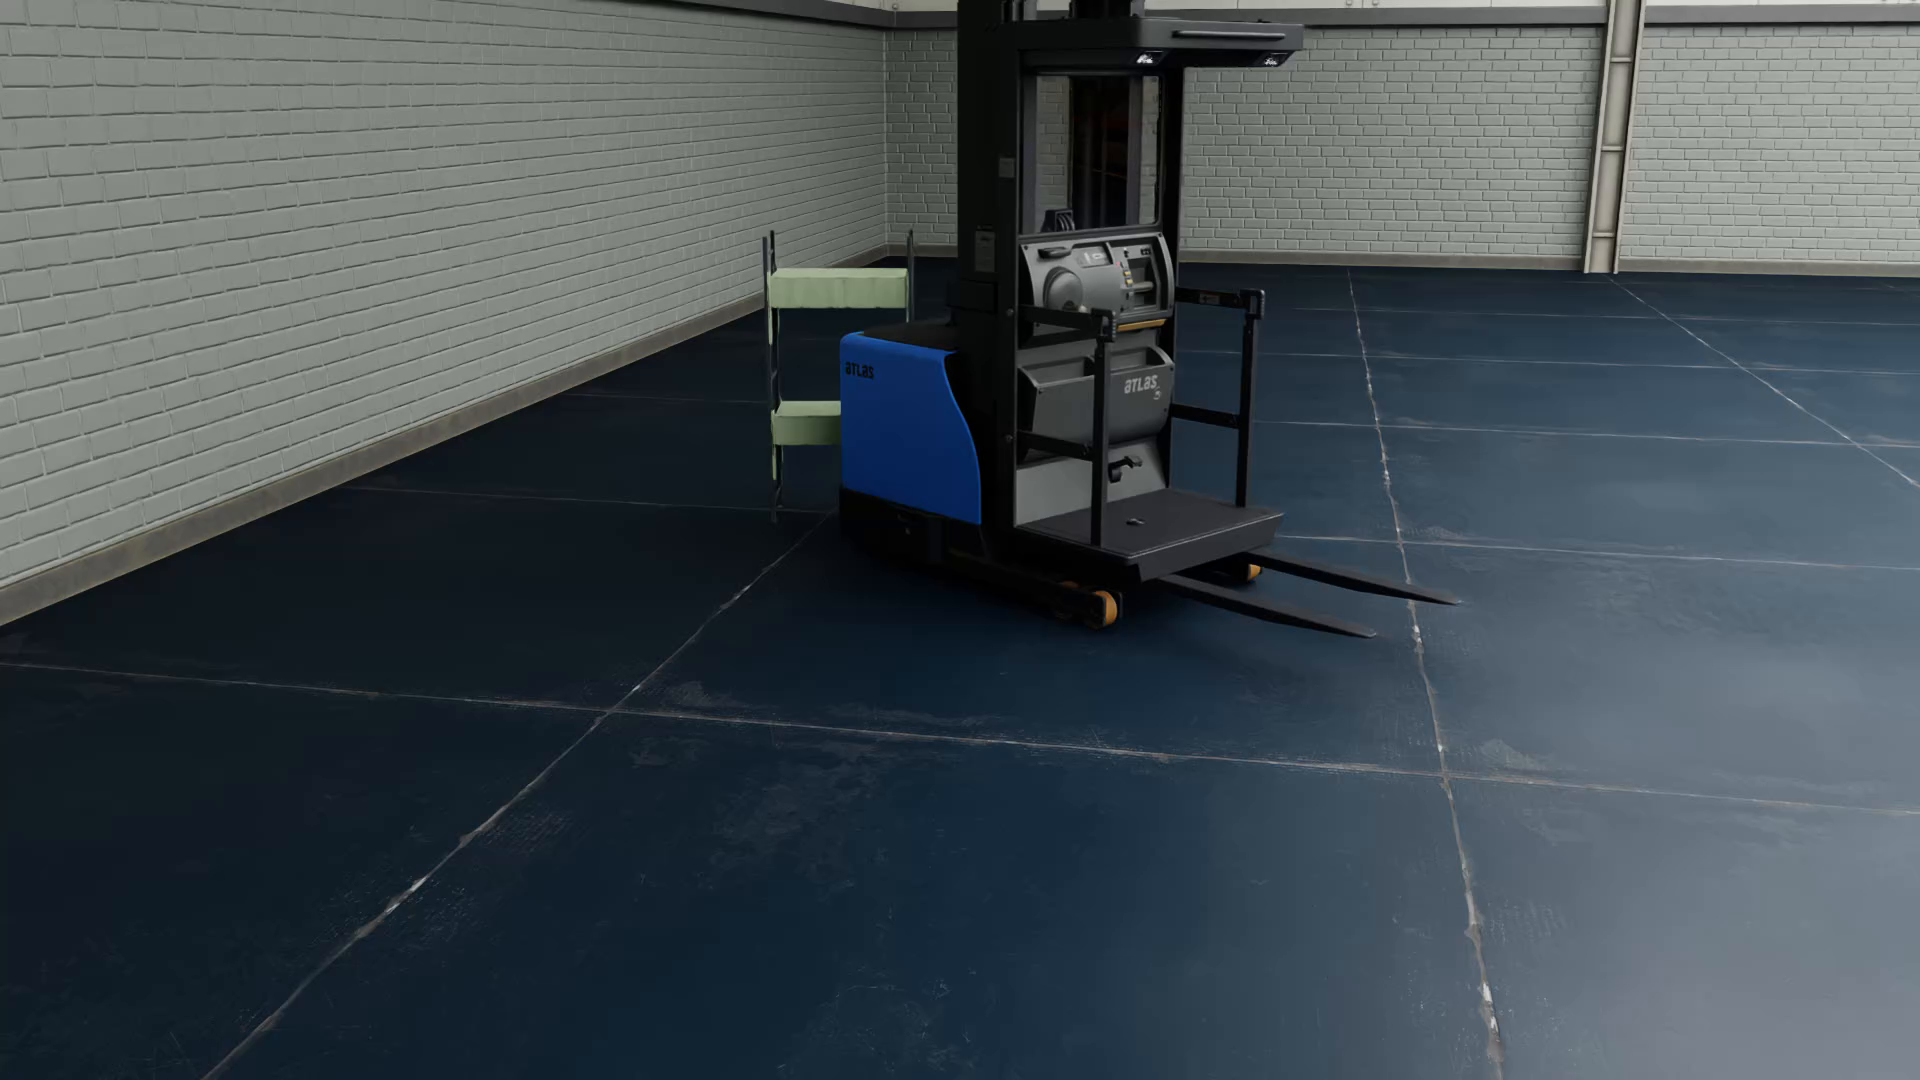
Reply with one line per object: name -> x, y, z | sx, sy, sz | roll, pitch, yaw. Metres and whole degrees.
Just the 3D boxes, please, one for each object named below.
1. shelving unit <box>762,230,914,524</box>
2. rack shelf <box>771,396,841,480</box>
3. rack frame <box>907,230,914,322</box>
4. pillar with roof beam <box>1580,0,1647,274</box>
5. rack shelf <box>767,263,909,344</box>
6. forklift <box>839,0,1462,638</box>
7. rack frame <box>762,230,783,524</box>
shelving unit -> -0.624, -0.863, 8.799 | 0.755, 1.500, 0.431 | 0, 15, 0
rack shelf -> -0.624, -0.549, 8.886 | 0.720, 0.370, 0.431 | 0, 15, 0
rack frame -> -0.258, -0.864, 8.802 | 0.023, 1.500, 0.400 | 0, 15, 0
pillar with roof beam -> 6.948, -6.488, 15.055 | 0.400, 9.000, 9.100 | 3, 16, 11
rack shelf -> -0.624, -1.239, 8.695 | 0.720, 0.370, 0.431 | 0, 15, 0
forklift -> 0.767, -1.185, 7.279 | 1.130, 2.935, 3.031 | -14, 21, -41
rack frame -> -0.990, -0.863, 8.796 | 0.023, 1.500, 0.400 | 0, 15, 0
